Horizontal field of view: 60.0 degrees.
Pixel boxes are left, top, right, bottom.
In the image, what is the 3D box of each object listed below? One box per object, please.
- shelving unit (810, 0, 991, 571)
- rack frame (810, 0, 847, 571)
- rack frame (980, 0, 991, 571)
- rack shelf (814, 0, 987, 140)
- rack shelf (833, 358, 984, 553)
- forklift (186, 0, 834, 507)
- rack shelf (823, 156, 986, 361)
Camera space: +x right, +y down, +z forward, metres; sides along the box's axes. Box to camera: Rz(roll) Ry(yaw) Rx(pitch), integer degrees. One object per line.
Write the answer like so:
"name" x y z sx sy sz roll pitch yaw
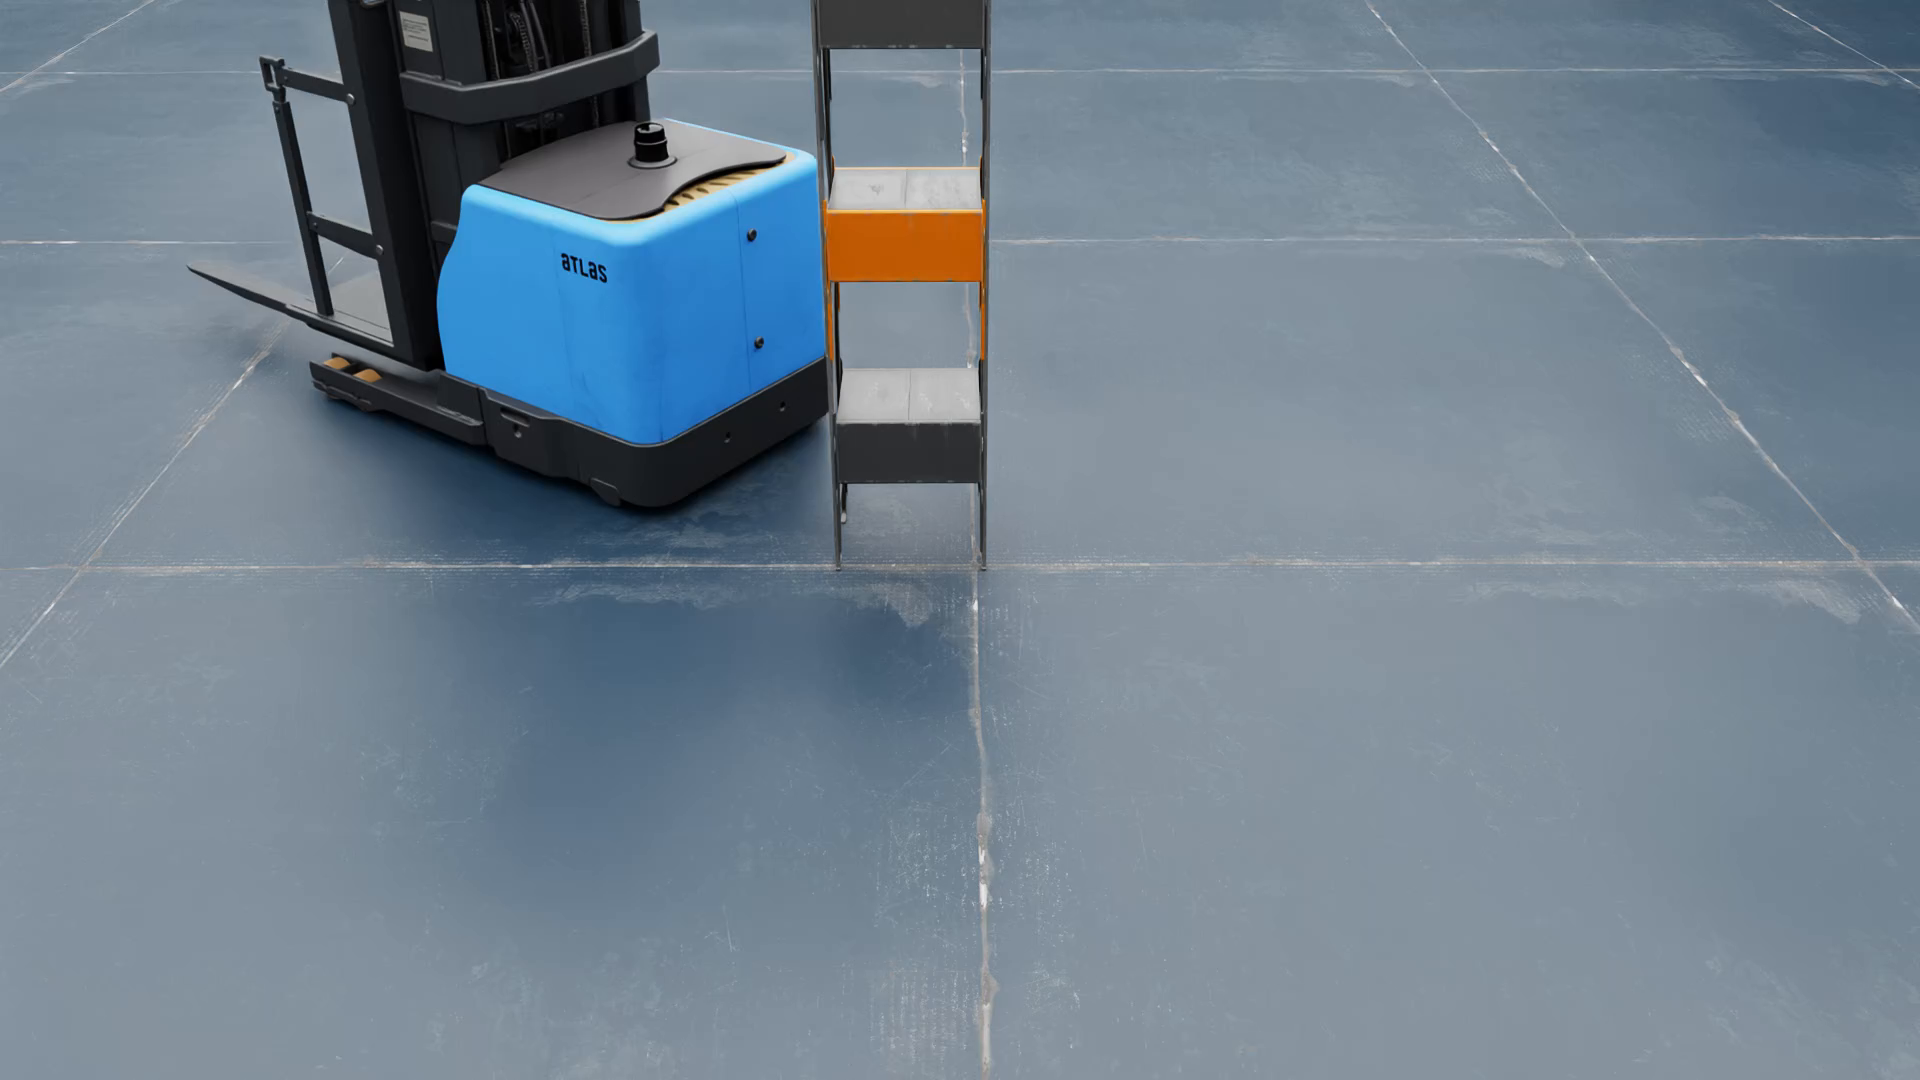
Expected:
"shelving unit" -0.166 -0.897 5.205 0.503 2.100 0.431 0 31 0
"rack frame" -0.410 -0.896 5.203 0.015 2.100 0.400 0 31 0
"rack frame" 0.078 -0.898 5.206 0.015 2.100 0.400 0 31 0
"rack shelf" -0.166 -1.484 4.848 0.480 0.518 0.431 0 31 0
"rack shelf" -0.166 -0.287 5.575 0.480 0.518 0.431 0 31 0
"forklift" -1.981 -1.961 6.156 3.031 2.935 1.130 20 37 30
"rack shelf" -0.166 -0.886 5.212 0.480 0.518 0.431 0 31 0
